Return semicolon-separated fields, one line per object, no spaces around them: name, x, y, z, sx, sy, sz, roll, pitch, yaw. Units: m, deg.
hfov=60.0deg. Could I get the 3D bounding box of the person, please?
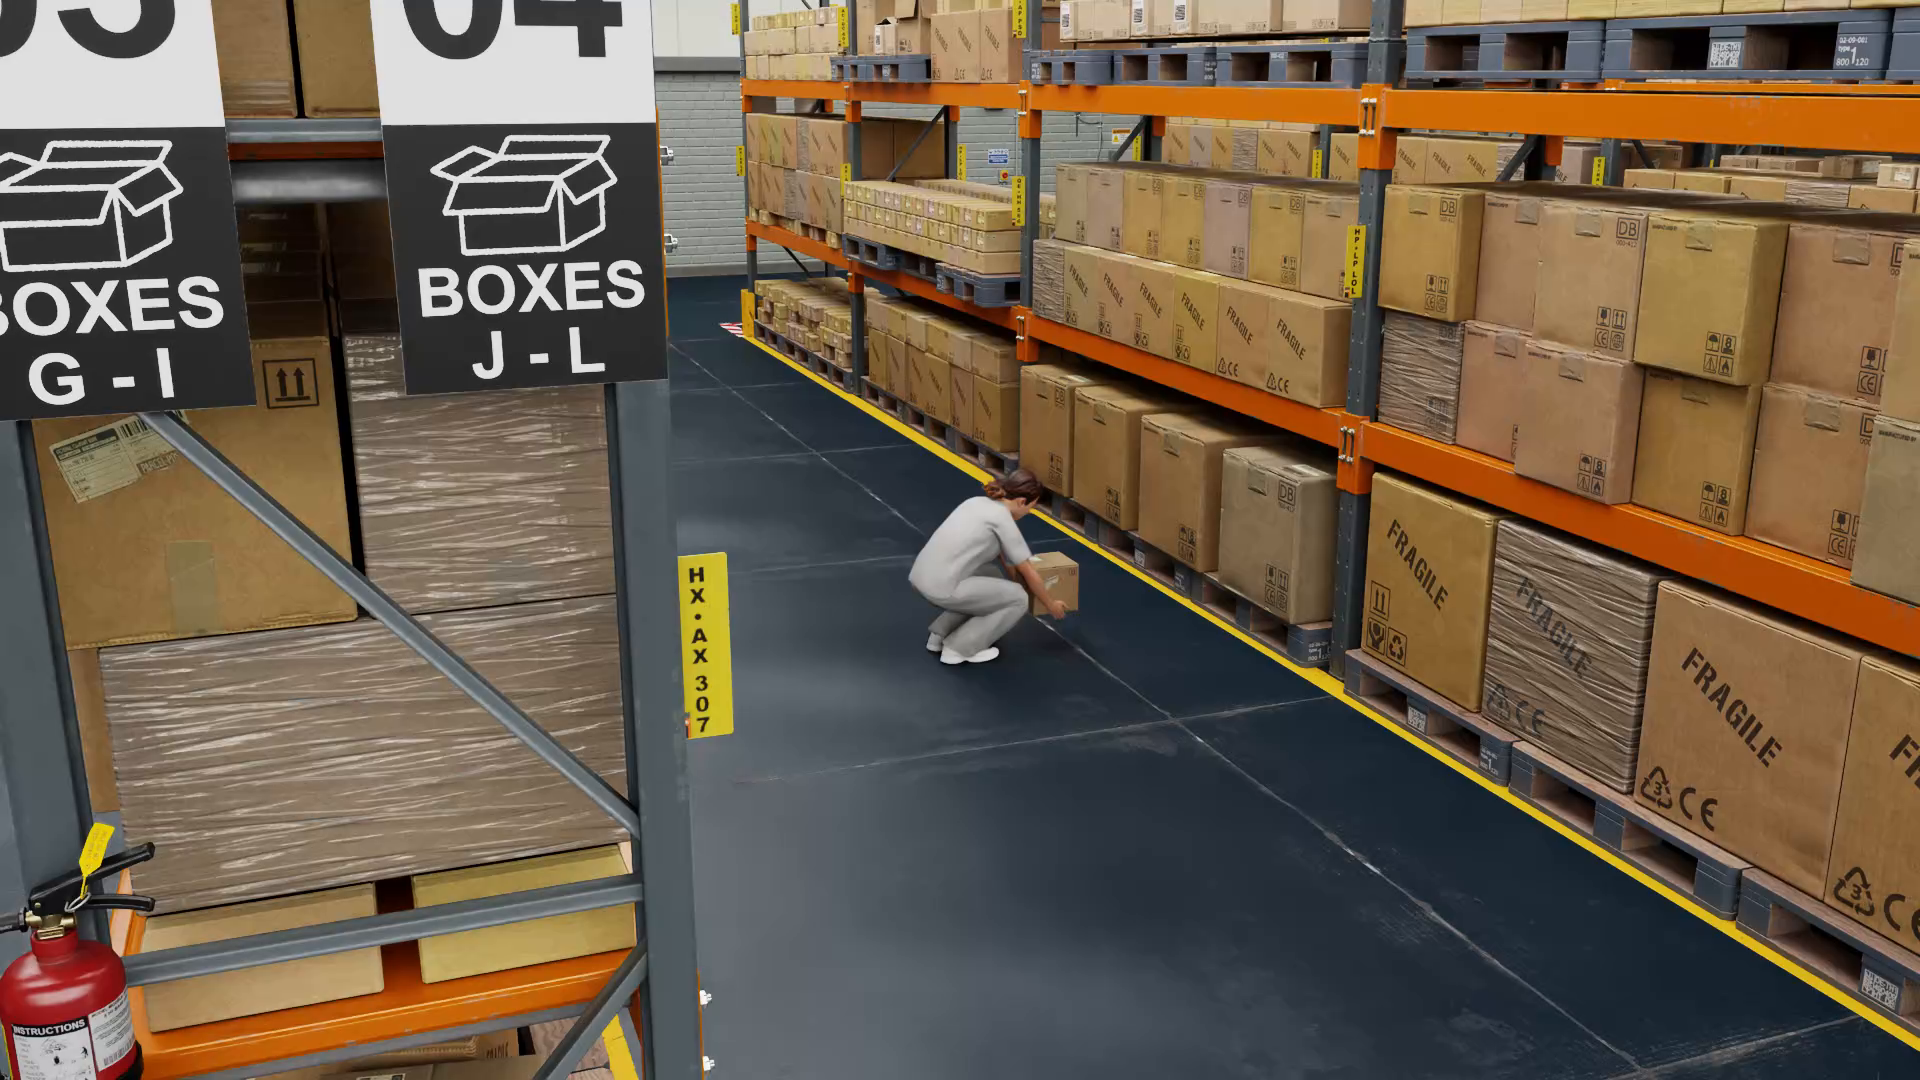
person;0.136;0.123;8.481;0.811;0.931;0.484;-6;17;-20
